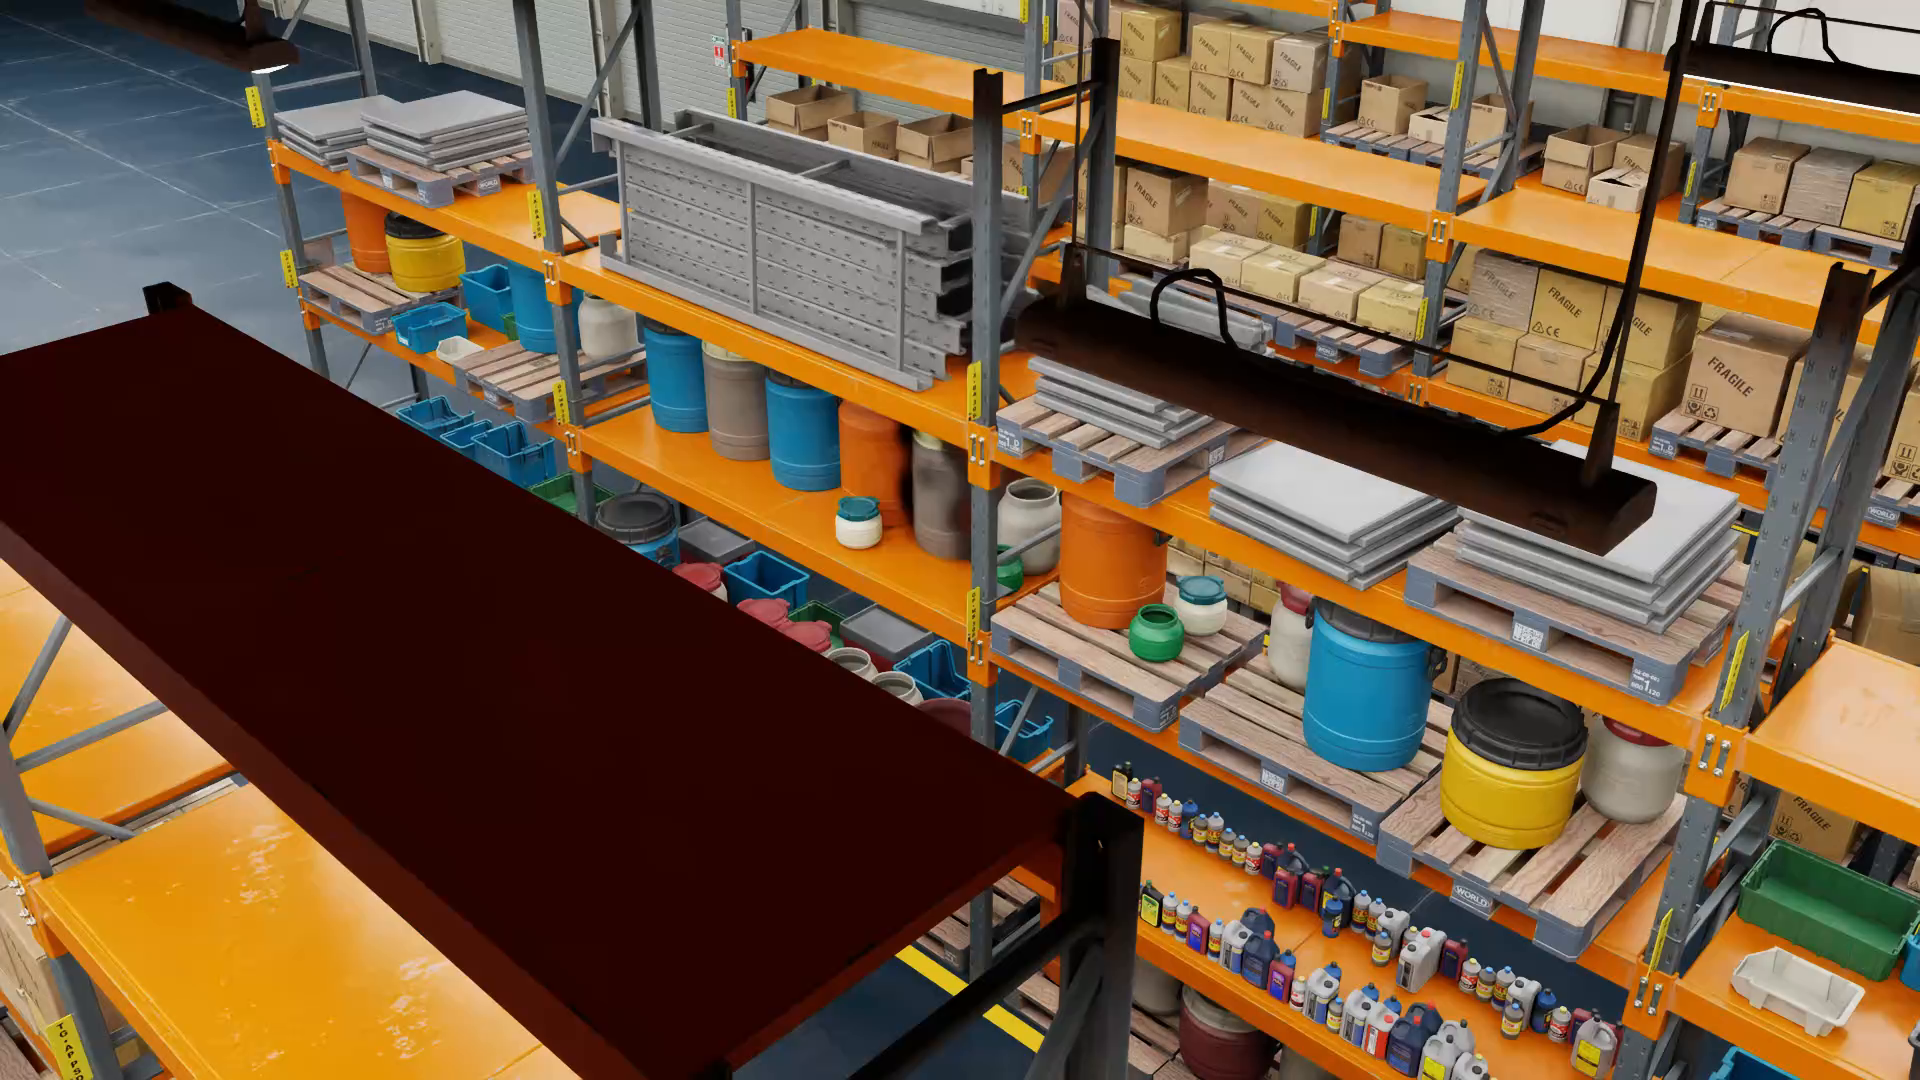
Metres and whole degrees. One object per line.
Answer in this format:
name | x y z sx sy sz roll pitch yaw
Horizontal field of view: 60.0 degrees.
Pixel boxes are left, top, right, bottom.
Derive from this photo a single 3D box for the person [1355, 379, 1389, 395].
person | 4.073 -1.178 16.638 0.812 1.735 0.661 -1 29 -3
